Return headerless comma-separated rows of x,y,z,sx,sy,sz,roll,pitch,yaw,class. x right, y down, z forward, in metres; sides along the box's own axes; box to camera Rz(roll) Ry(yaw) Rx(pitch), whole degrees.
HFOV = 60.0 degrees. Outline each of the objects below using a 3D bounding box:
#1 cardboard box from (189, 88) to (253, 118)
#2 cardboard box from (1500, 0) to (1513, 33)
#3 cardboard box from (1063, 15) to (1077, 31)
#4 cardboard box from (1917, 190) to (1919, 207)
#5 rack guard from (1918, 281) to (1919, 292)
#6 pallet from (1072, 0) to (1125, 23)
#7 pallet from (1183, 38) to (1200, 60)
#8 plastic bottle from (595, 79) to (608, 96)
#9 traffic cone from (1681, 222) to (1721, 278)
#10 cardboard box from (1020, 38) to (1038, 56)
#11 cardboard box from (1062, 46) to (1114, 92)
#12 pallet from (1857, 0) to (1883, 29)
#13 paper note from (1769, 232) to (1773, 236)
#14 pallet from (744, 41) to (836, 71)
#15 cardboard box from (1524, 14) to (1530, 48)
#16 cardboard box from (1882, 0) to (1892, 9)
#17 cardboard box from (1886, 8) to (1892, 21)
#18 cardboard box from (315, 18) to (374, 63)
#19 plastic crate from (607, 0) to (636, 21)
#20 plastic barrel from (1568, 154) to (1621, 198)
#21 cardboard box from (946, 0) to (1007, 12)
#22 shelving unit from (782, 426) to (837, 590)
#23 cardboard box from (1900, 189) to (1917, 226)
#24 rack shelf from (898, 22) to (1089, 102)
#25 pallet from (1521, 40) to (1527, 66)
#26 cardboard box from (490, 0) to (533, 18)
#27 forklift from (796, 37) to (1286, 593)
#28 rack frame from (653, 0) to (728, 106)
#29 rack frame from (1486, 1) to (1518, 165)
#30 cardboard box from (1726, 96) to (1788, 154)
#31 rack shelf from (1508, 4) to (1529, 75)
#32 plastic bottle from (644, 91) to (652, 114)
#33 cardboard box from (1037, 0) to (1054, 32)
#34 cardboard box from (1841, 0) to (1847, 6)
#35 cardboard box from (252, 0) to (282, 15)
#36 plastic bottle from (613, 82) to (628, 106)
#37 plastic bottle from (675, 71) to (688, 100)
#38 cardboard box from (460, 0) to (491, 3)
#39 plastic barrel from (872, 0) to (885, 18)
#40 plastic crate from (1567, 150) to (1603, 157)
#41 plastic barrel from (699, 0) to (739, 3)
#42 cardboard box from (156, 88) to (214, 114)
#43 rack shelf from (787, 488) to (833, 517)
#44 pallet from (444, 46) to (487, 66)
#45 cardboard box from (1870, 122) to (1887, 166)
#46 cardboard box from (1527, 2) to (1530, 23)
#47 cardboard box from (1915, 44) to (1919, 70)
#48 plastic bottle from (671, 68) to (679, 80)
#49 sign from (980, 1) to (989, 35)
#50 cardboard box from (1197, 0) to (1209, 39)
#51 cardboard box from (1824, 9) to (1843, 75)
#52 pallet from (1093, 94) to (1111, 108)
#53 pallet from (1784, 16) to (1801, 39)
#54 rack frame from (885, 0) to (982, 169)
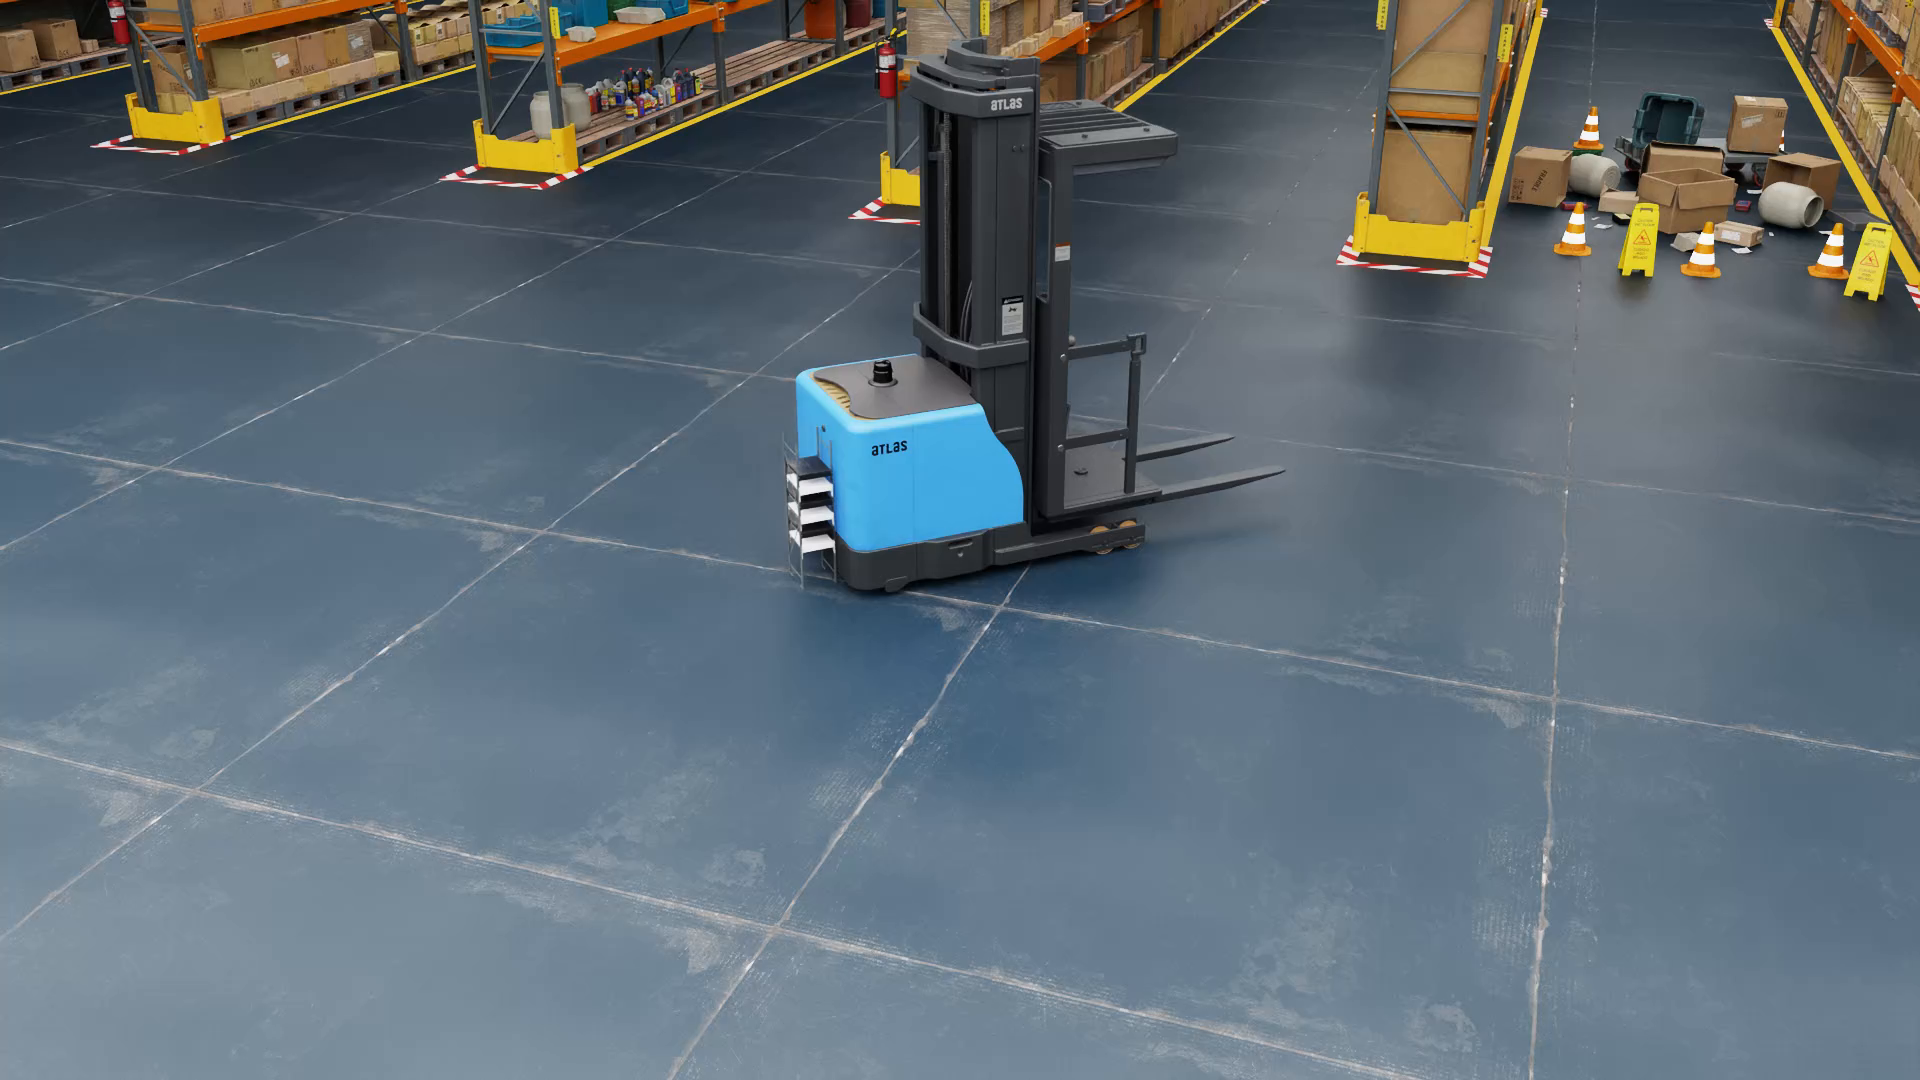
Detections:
-9.221,-5.459,20.756,0.500,0.250,0.500,9,27,17,cardboard box
4.946,-5.271,16.283,0.875,0.550,0.550,9,27,17,cardboard box
1.176,-6.180,19.860,0.380,0.149,0.250,9,27,17,cardboard box
9.268,-3.315,15.468,0.500,0.500,0.500,10,28,19,cardboard box
9.102,-2.351,14.531,1.175,0.500,0.348,9,27,17,rack guard
1.454,-6.732,20.932,1.003,0.211,1.213,9,27,17,pallet
3.135,-7.727,25.966,1.003,0.211,1.213,9,27,17,pallet
-4.534,-5.649,21.010,0.144,0.351,0.185,10,28,20,plastic bottle
6.843,-2.688,15.270,0.336,0.463,0.334,9,27,17,traffic cone
0.642,-5.453,18.359,0.380,0.149,0.250,9,27,17,cardboard box
1.650,-6.271,22.123,0.700,0.500,0.500,6,27,13,cardboard box
11.602,-6.337,20.117,1.213,0.211,1.003,9,27,17,pallet
8.058,-3.041,16.519,0.032,0.001,0.123,9,27,17,paper note
-2.571,-7.320,25.125,1.003,0.211,1.213,9,27,17,pallet
8.360,-7.775,25.253,0.500,0.500,0.500,8,27,16,cardboard box
10.860,-6.310,18.902,0.500,0.500,0.500,8,27,15,cardboard box
10.872,-6.044,19.098,0.380,0.149,0.250,10,27,19,cardboard box
-8.403,-6.826,22.720,0.500,0.500,0.500,9,27,17,cardboard box
-4.326,-6.631,20.747,0.450,0.188,0.662,9,27,17,plastic crate
6.775,-3.916,17.853,0.421,0.421,0.512,-14,29,-27,plastic barrel
0.172,-5.697,16.971,0.500,0.500,0.500,9,27,17,cardboard box
-0.866,-0.183,9.594,0.210,0.900,0.258,-11,28,-22,shelving unit
9.441,-3.195,16.079,0.500,0.250,0.500,8,27,16,cardboard box
0.397,-5.380,18.744,1.077,0.370,4.000,9,27,17,rack shelf
8.111,-7.477,25.450,1.003,0.211,1.213,9,27,17,pallet
-7.056,-8.346,26.074,0.500,0.311,0.500,8,27,17,cardboard box
0.575,-1.431,9.842,3.031,2.935,1.130,-11,28,-22,forklift
-3.608,-7.244,21.769,1.000,3.000,0.127,9,27,17,rack frame
5.706,-5.764,18.714,1.000,3.000,0.127,9,27,17,rack frame
8.719,-4.550,18.204,0.500,0.500,0.500,9,27,17,cardboard box
6.372,-6.263,20.568,1.077,0.370,4.000,9,27,17,rack shelf
-3.895,-5.452,20.694,0.097,0.271,0.097,0,26,0,plastic bottle
0.584,-6.108,18.967,0.875,0.500,0.500,9,27,17,cardboard box
11.818,-7.122,21.690,0.500,0.250,0.500,9,27,18,cardboard box
-9.101,-6.974,21.098,0.700,0.500,0.500,9,27,18,cardboard box
-4.324,-5.681,21.161,0.152,0.276,0.135,9,27,17,plastic bottle
-3.614,-5.864,21.454,0.144,0.351,0.185,7,27,15,plastic bottle
-7.565,-8.421,26.231,0.500,0.311,0.500,8,27,16,cardboard box
-1.379,-9.264,27.867,0.600,0.901,0.708,9,27,17,plastic barrel
6.884,-4.263,18.774,0.662,0.188,0.450,-20,23,-36,plastic crate
-3.194,-7.584,21.896,0.600,0.901,0.708,9,27,17,plastic barrel
-9.709,-5.534,20.912,0.500,0.250,0.500,9,27,17,cardboard box
-0.866,-0.234,9.570,0.200,0.077,0.258,-11,28,-22,rack shelf
-7.665,-7.520,25.539,1.003,0.211,1.213,9,27,17,pallet
10.580,-4.310,18.244,0.950,0.372,0.625,9,27,18,cardboard box
8.013,-7.682,24.201,0.500,0.250,0.500,8,27,15,cardboard box
9.853,-4.917,16.507,0.500,0.500,0.500,9,27,17,cardboard box
-3.687,-5.964,21.660,0.144,0.351,0.185,9,27,17,plastic bottle
0.243,-5.193,16.539,0.100,0.325,0.005,9,27,17,sign
3.234,-8.412,26.139,1.225,0.875,0.875,8,27,16,cardboard box
12.646,-6.970,23.159,0.875,0.875,0.875,10,27,19,cardboard box
1.320,-5.590,21.554,1.003,0.211,1.213,9,27,17,pallet
14.209,-8.425,27.408,1.003,0.211,1.213,9,27,17,pallet
-0.268,-4.882,16.890,1.000,3.000,0.127,9,27,17,rack frame
